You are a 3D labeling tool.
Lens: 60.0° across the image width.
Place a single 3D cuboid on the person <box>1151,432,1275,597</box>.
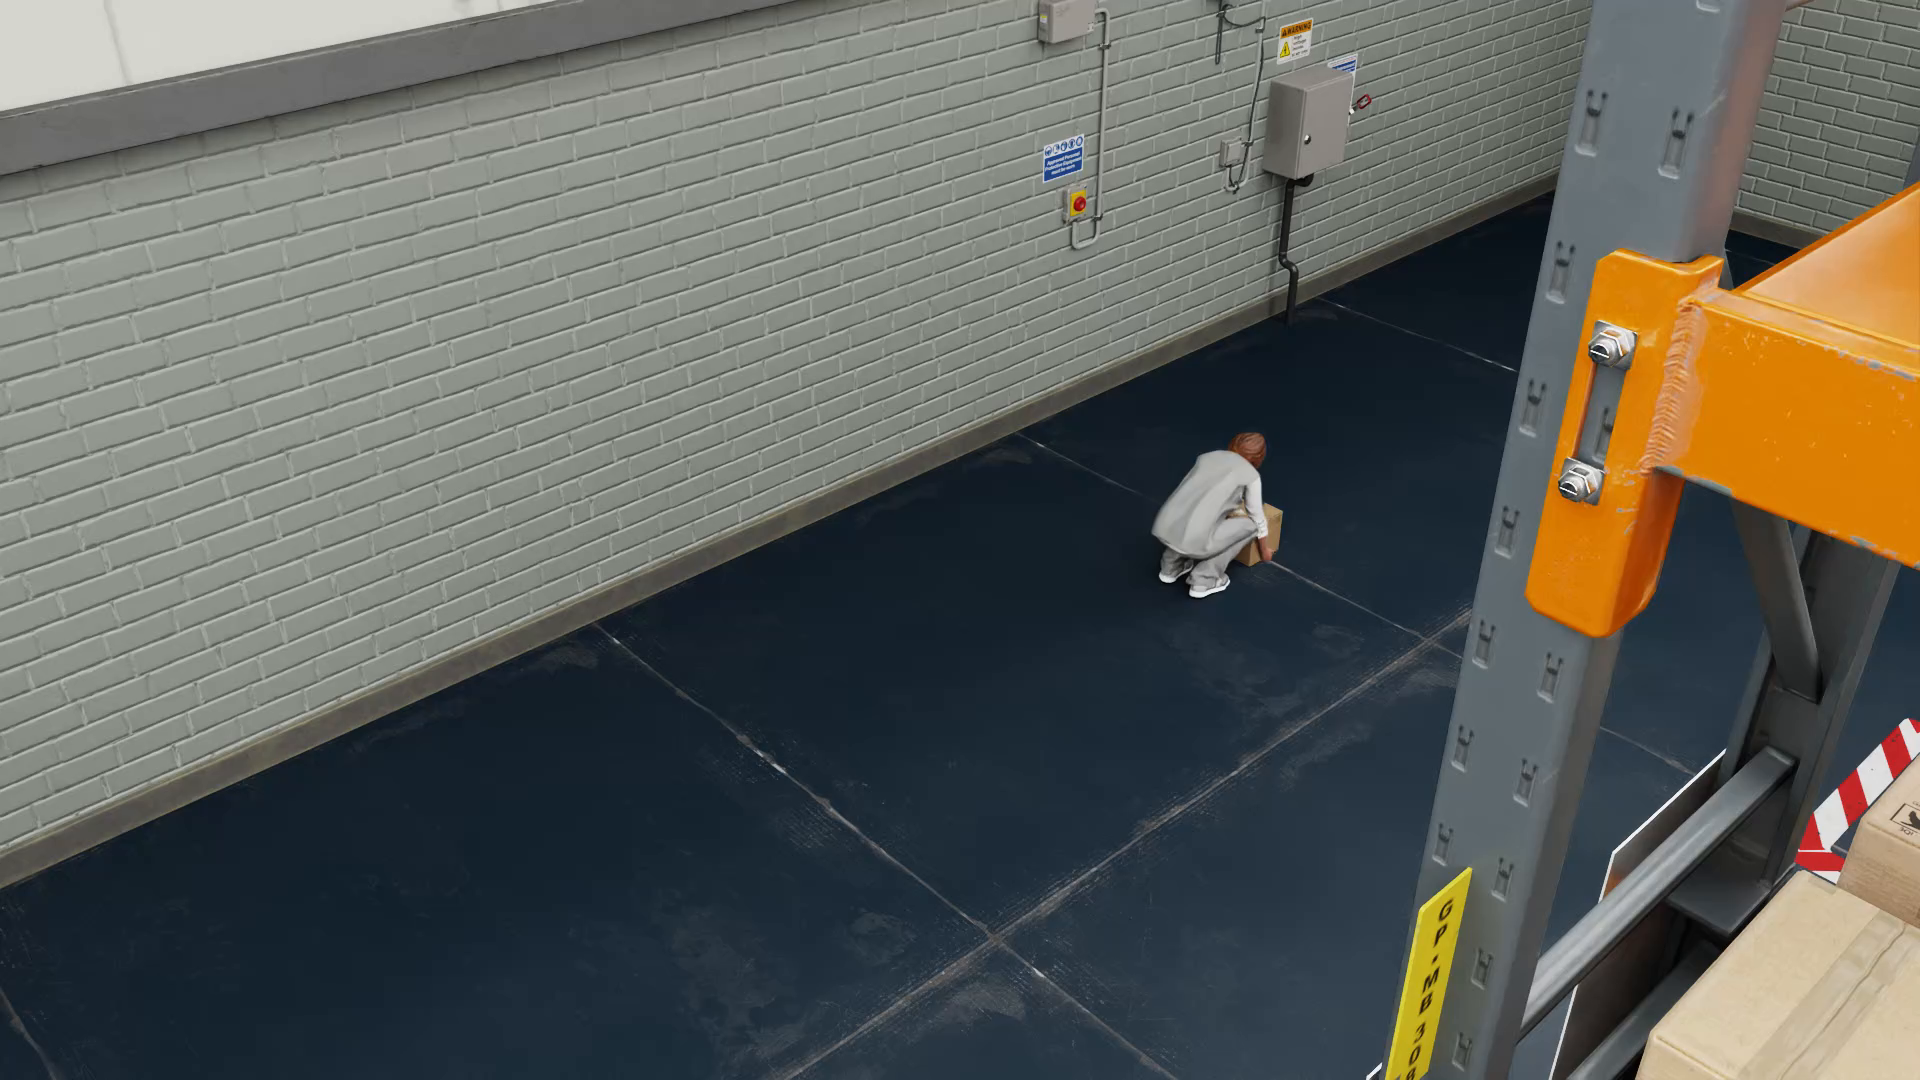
[{"bbox_3d":[1.330,-0.105,8.709,0.829,0.766,0.433,-27,41,-35],"label":"person"}]
